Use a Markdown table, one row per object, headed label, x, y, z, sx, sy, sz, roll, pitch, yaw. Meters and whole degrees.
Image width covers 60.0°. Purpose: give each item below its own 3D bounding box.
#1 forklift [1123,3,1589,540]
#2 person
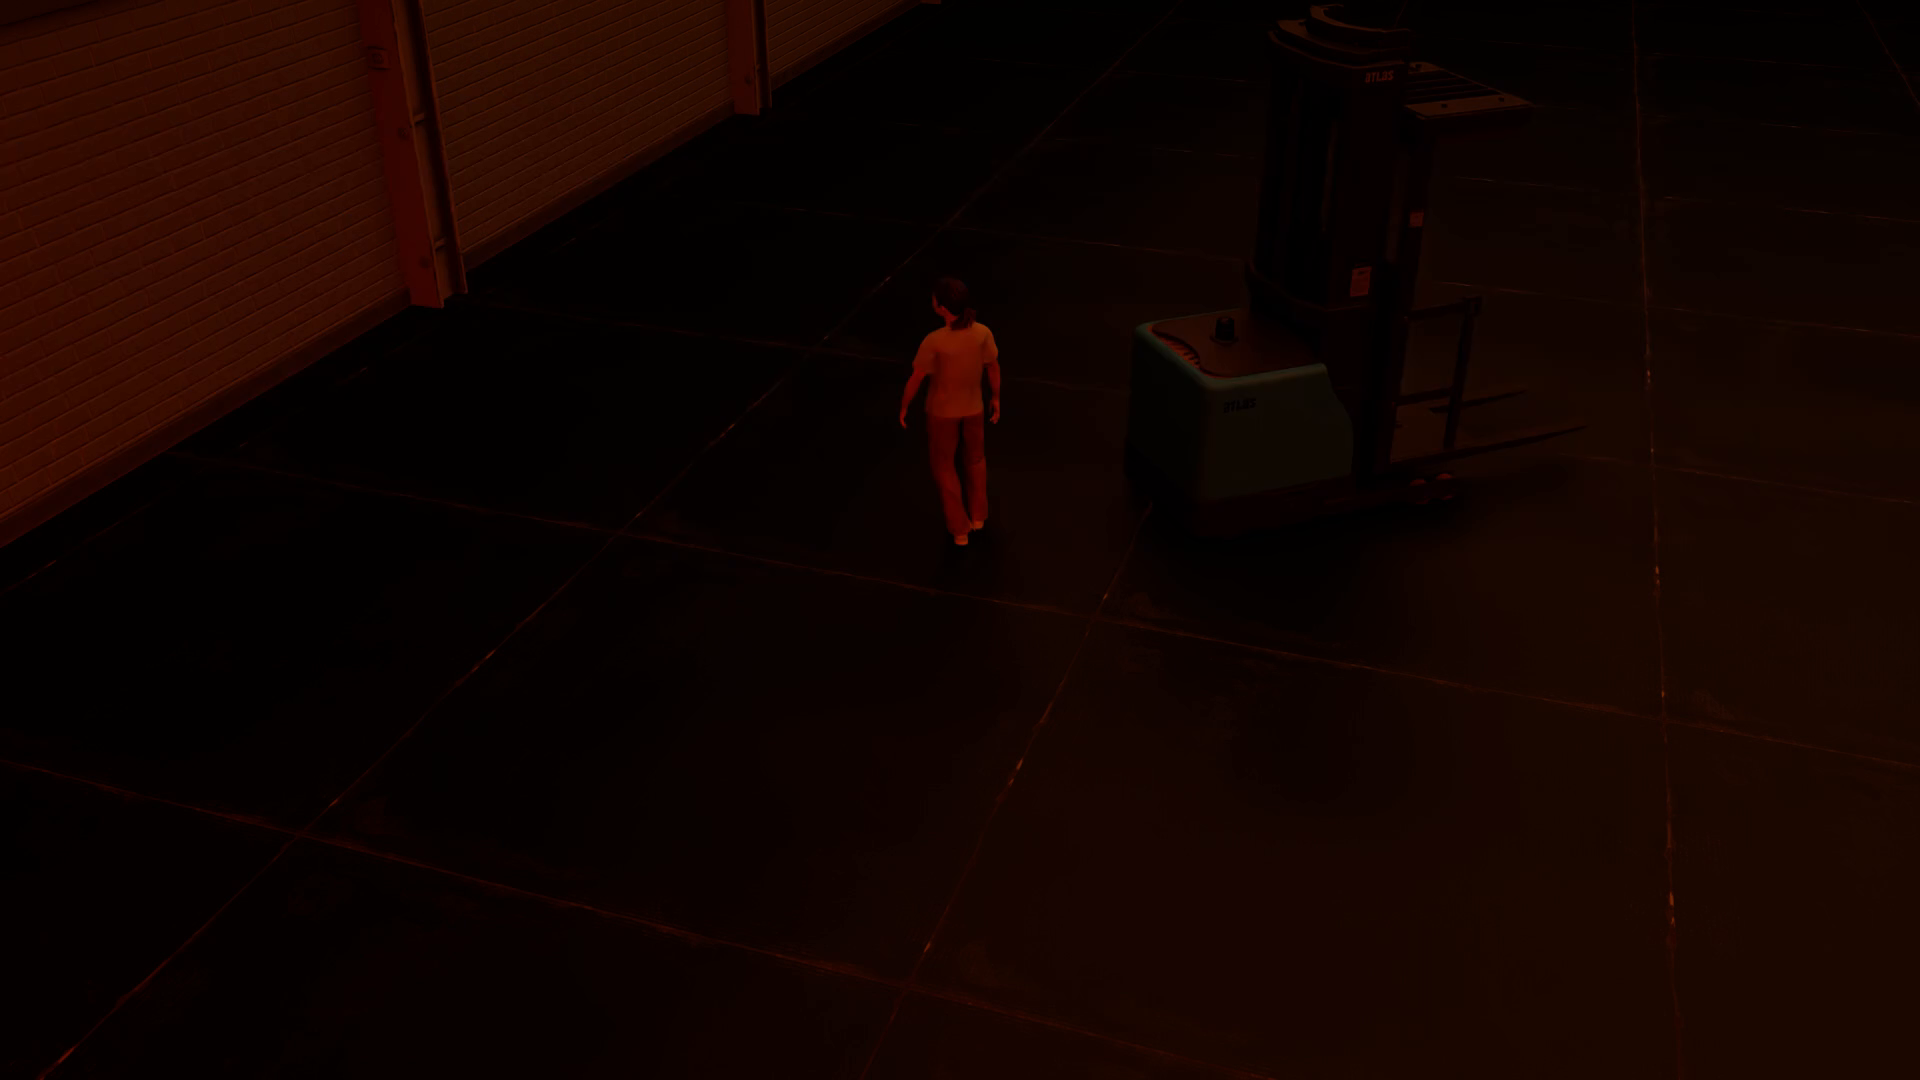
| label | x | y | z | sx | sy | sz | roll | pitch | yaw |
| --- | --- | --- | --- | --- | --- | --- | --- | --- | --- |
| forklift | 2.625 | -1.723 | 10.159 | 3.031 | 2.935 | 1.130 | -11 | 31 | -19 |
| person | -0.040 | -0.769 | 9.775 | 0.630 | 1.663 | 0.432 | -14 | 32 | -23 |
